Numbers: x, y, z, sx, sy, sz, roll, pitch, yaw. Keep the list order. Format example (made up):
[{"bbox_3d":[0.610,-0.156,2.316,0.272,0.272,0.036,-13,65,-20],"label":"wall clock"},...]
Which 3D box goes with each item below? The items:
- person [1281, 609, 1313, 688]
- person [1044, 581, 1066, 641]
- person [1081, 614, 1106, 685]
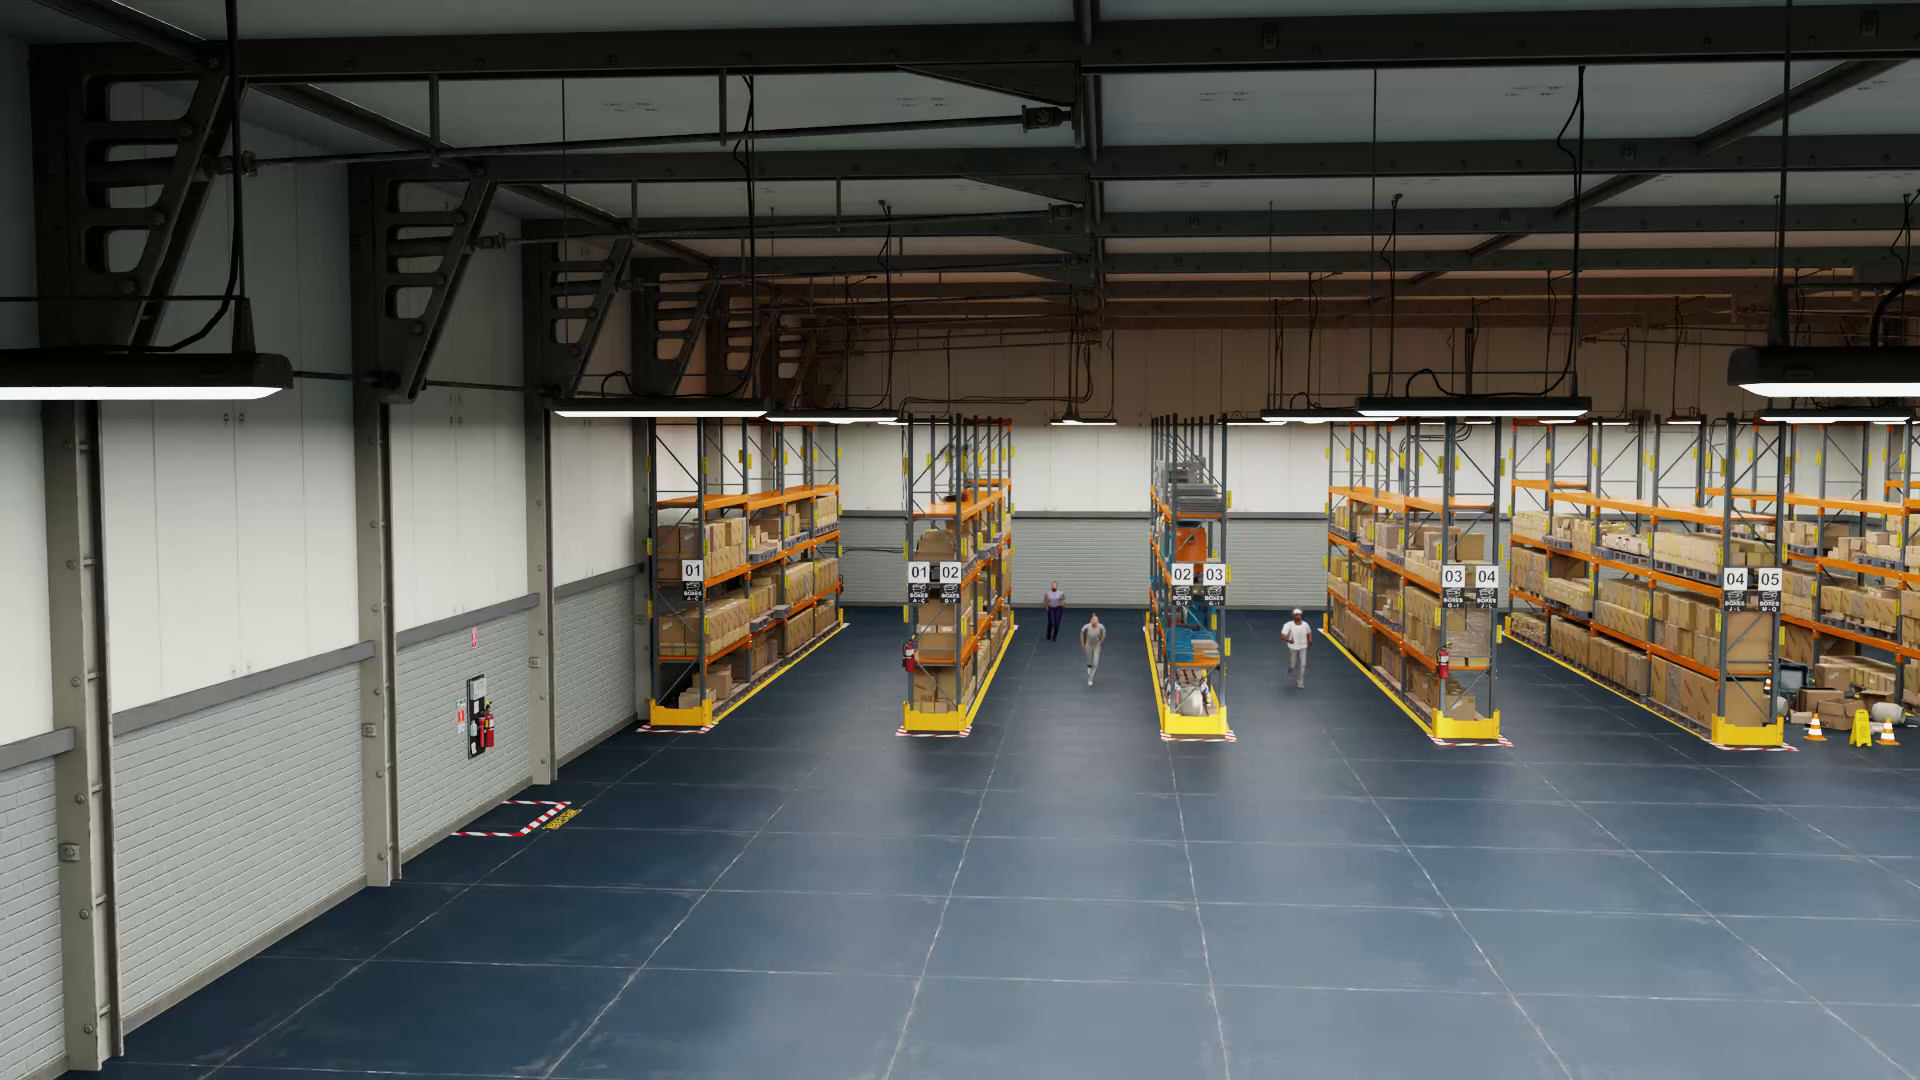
[{"bbox_3d":[7.465,2.385,36.787,0.714,1.733,0.791,0,4,-4],"label":"person"},{"bbox_3d":[2.545,1.914,44.548,0.587,1.607,0.568,0,4,1],"label":"person"},{"bbox_3d":[2.982,2.435,37.323,0.557,1.604,0.734,0,4,-5],"label":"person"}]
